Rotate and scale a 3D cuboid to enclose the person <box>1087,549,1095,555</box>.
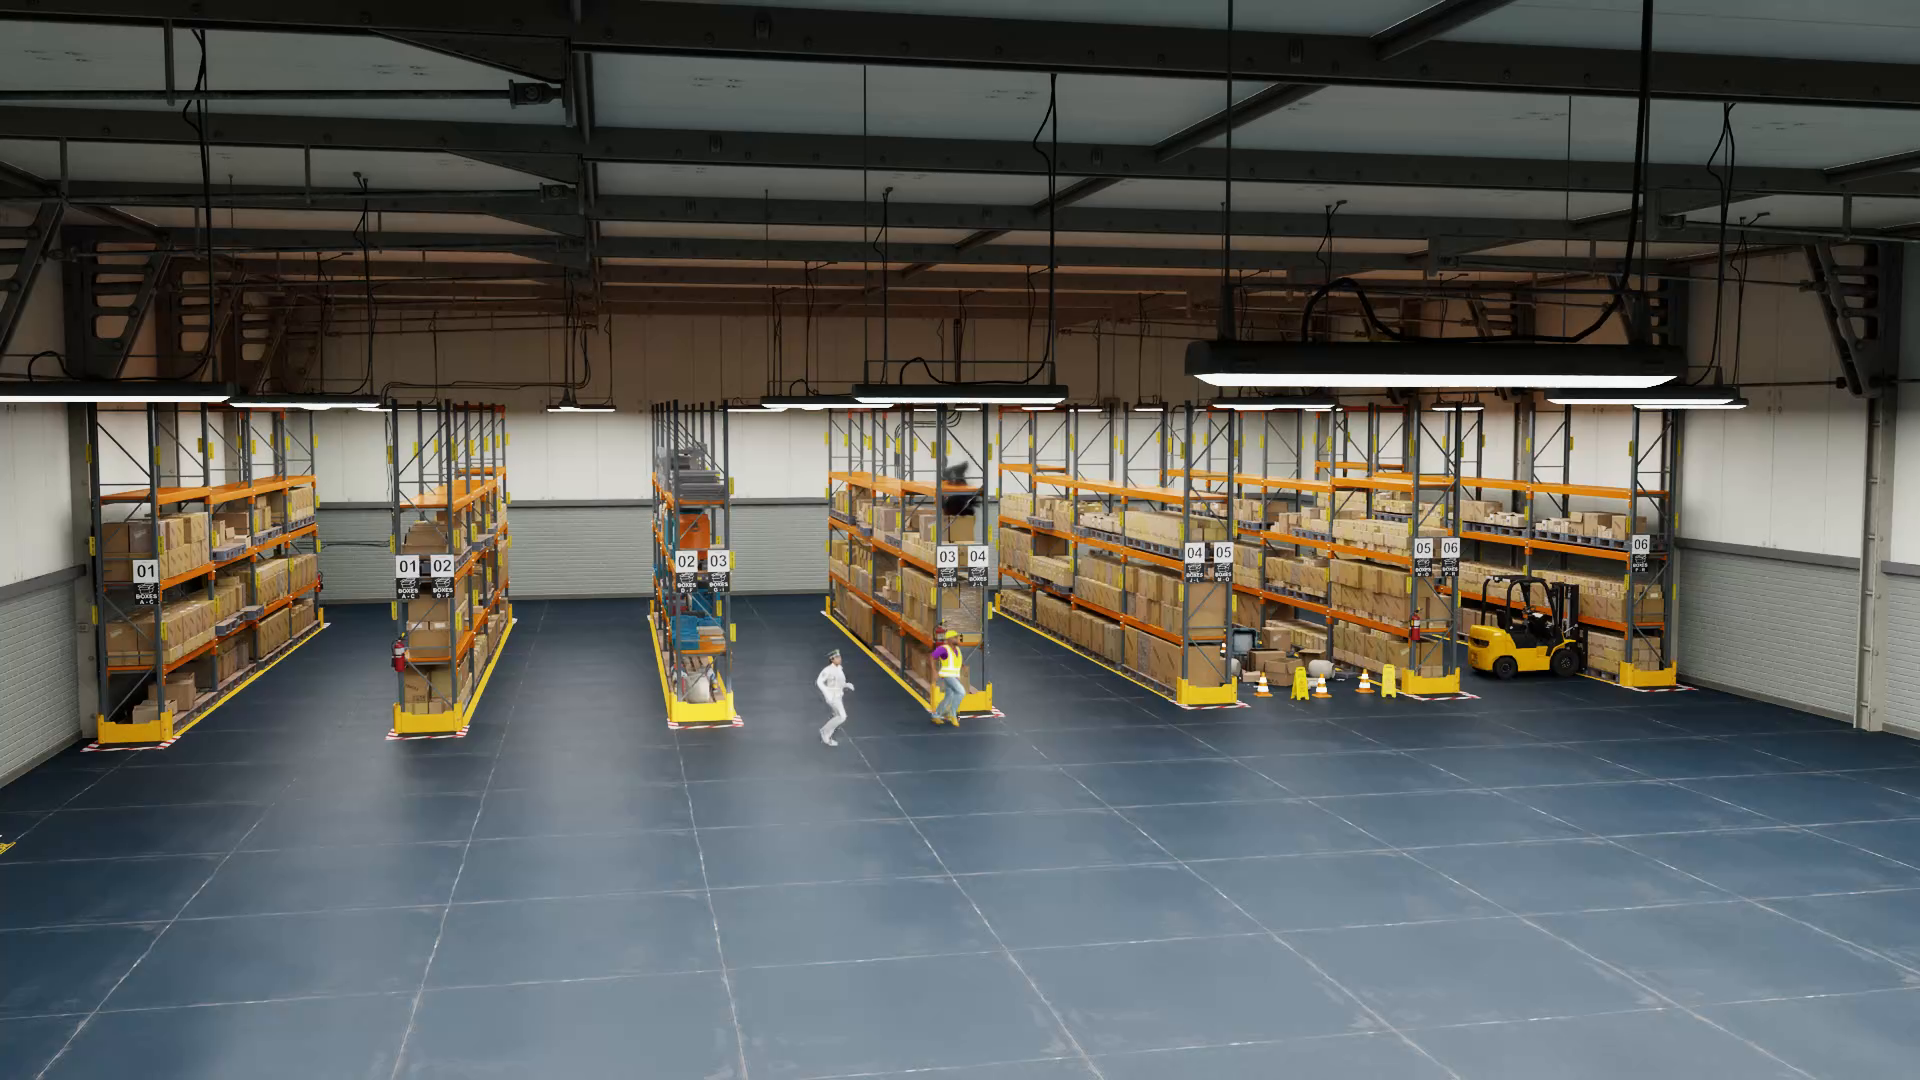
[{"bbox_3d":[3.943,1.081,50.654,0.551,1.627,0.557,-1,4,-11],"label":"person"}]

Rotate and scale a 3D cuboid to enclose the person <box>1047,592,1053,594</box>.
[{"bbox_3d":[2.677,1.129,49.561,0.593,1.717,0.735,4,6,44],"label":"person"}]

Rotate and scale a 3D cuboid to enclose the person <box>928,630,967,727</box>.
[{"bbox_3d":[-0.153,2.533,30.659,0.686,1.719,0.713,2,5,29],"label":"person"}]

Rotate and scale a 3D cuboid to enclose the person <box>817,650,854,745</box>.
[{"bbox_3d":[-2.119,2.720,28.800,0.542,1.666,0.598,2,5,22],"label":"person"}]
